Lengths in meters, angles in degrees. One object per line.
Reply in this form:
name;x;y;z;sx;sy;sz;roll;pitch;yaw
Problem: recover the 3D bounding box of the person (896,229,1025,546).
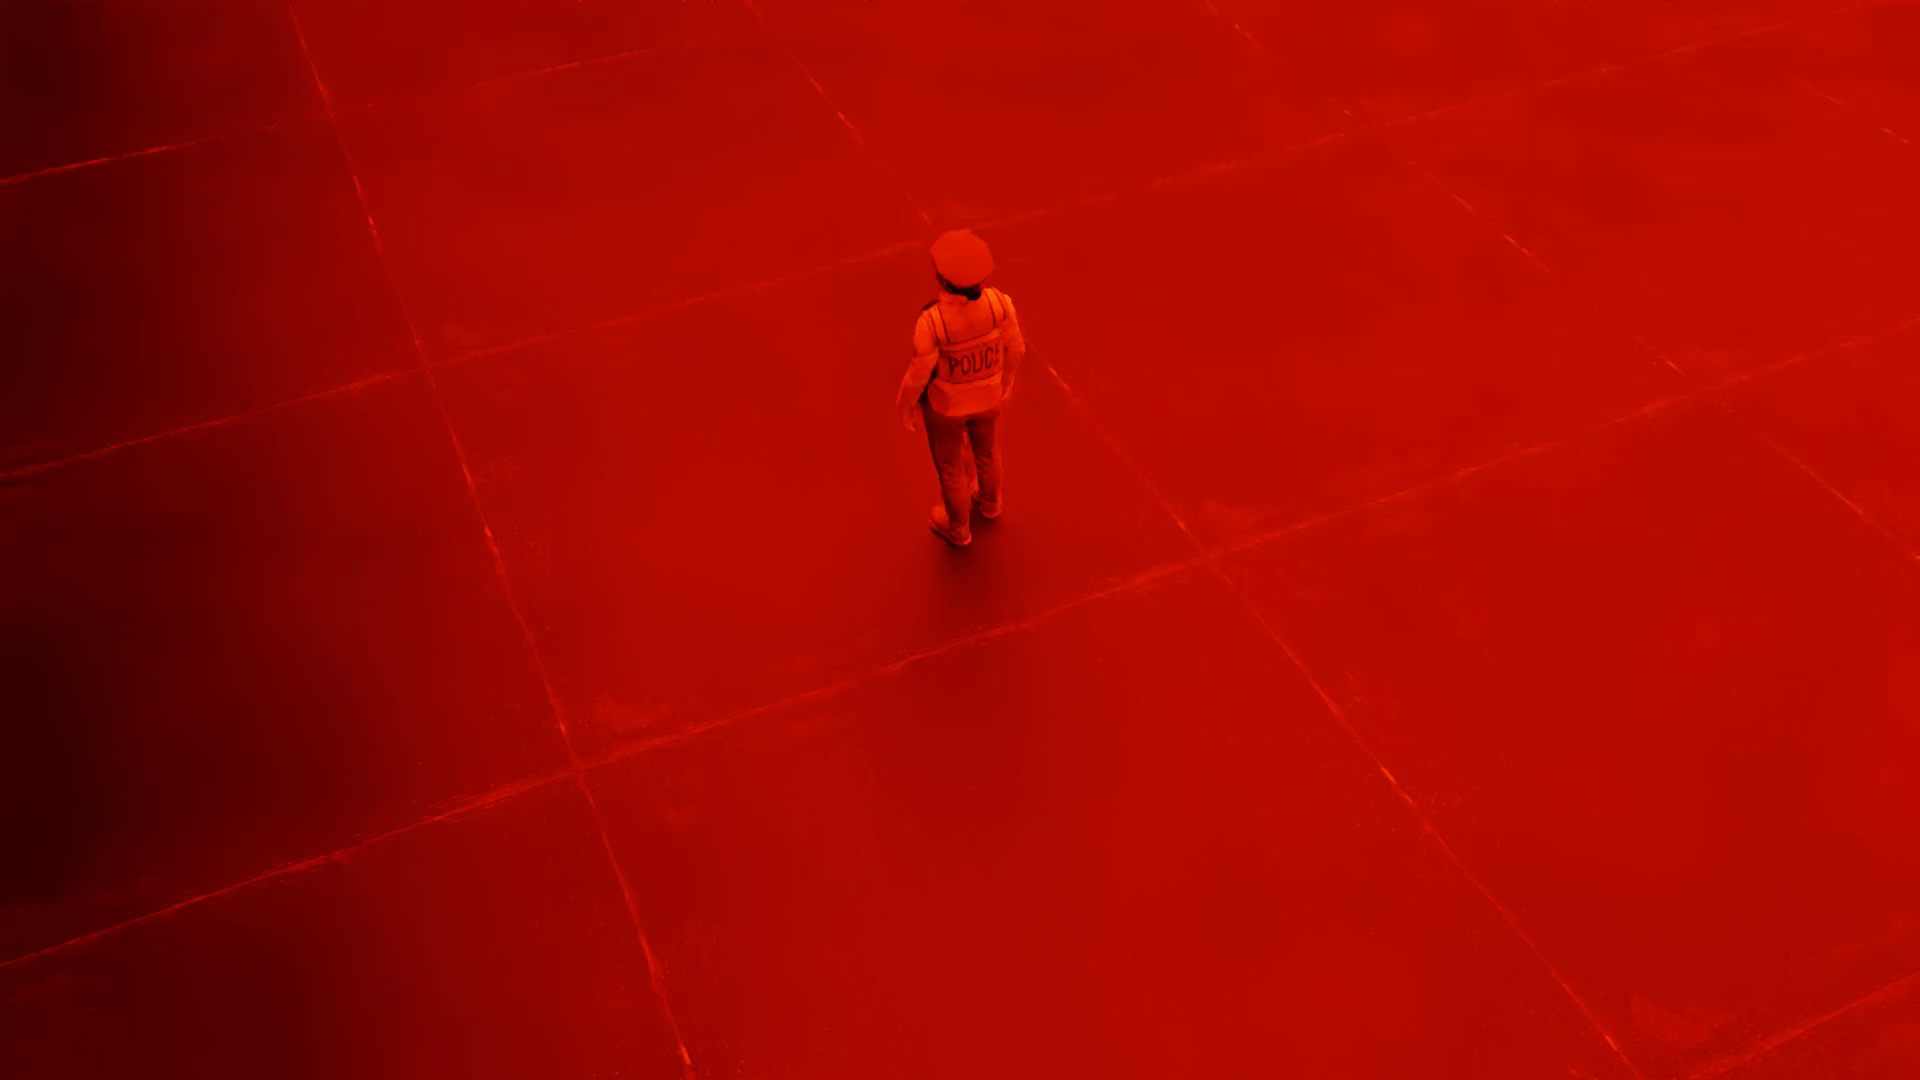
person;-0.022;-0.669;7.292;0.586;1.695;0.533;-18;46;-18
